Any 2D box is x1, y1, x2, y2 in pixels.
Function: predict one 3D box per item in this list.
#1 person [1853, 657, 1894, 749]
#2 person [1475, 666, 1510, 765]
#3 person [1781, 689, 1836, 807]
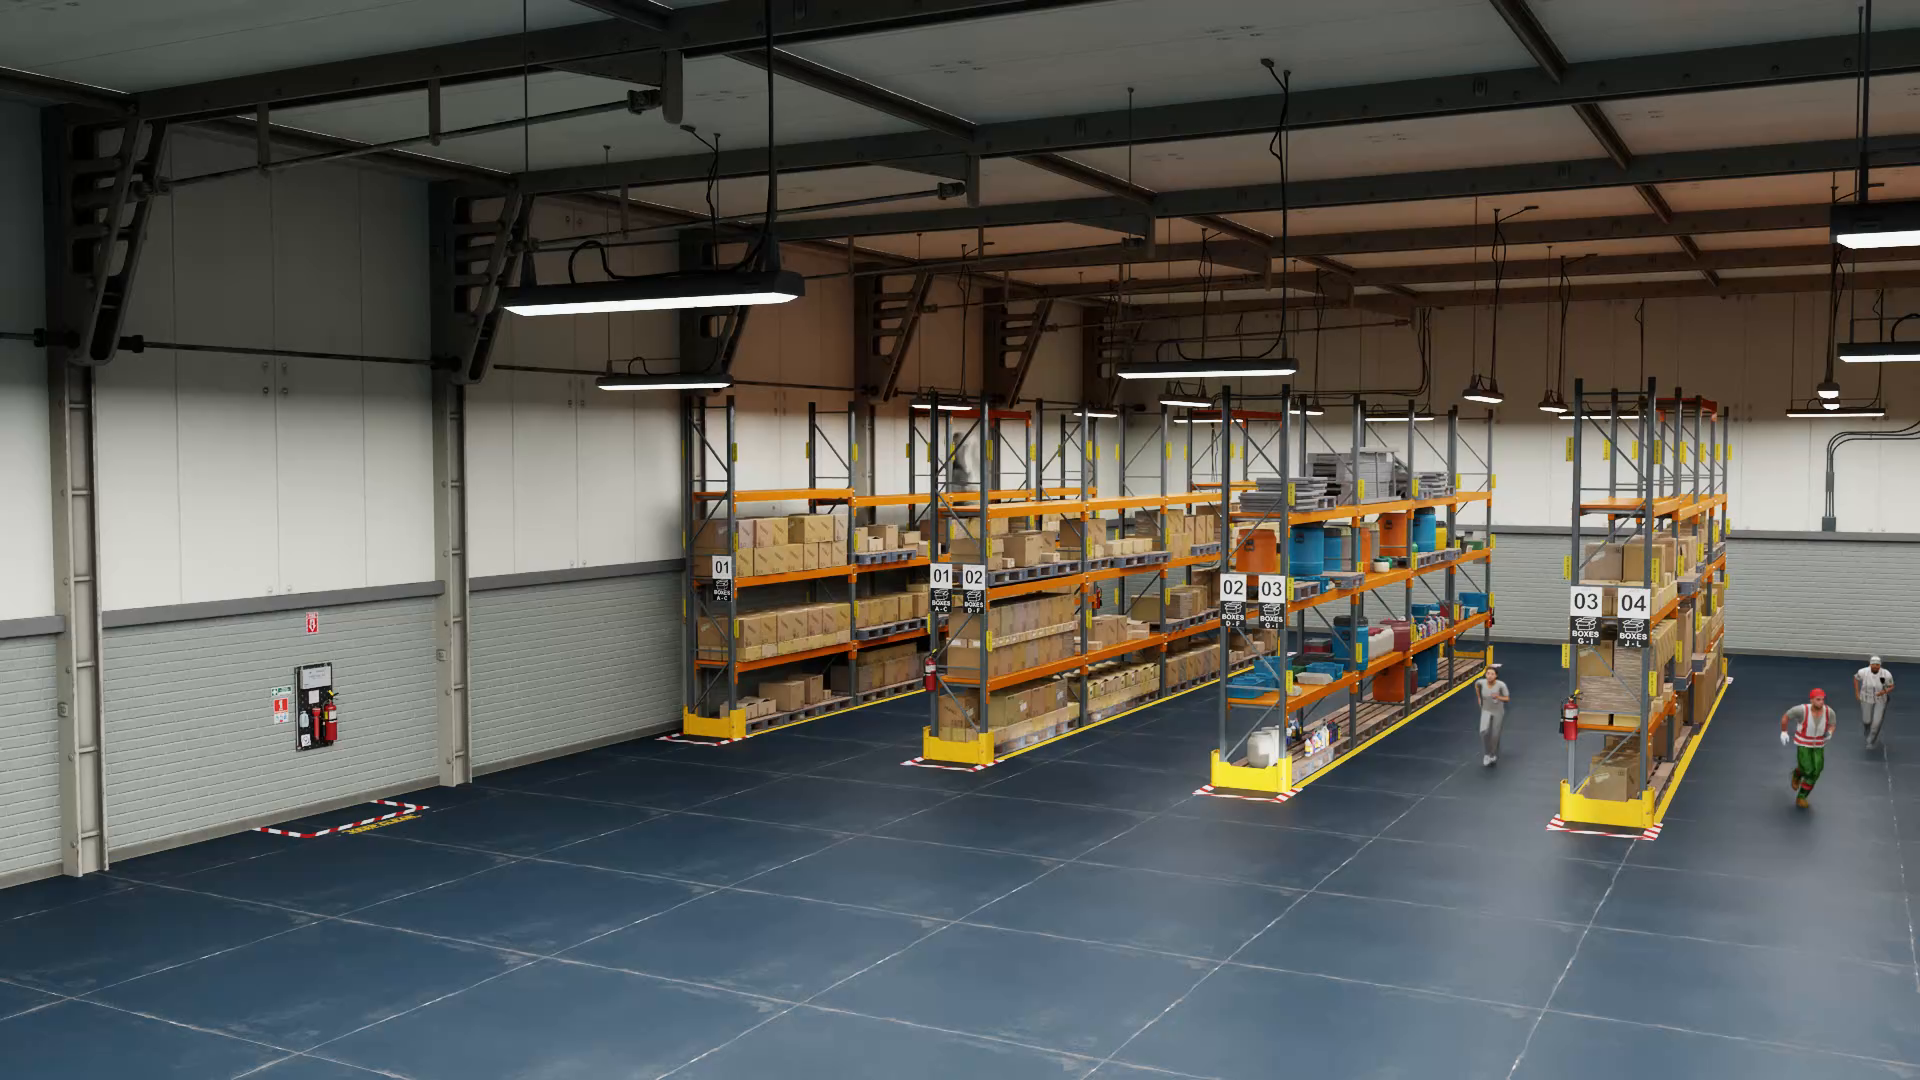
[{"bbox_3d":[15.438,2.746,28.109,0.596,1.597,0.688,1,3,25],"label":"person"},{"bbox_3d":[8.472,2.780,26.486,0.556,1.598,0.874,1,3,23],"label":"person"},{"bbox_3d":[12.001,2.926,23.476,0.652,1.704,0.745,0,3,1],"label":"person"}]
